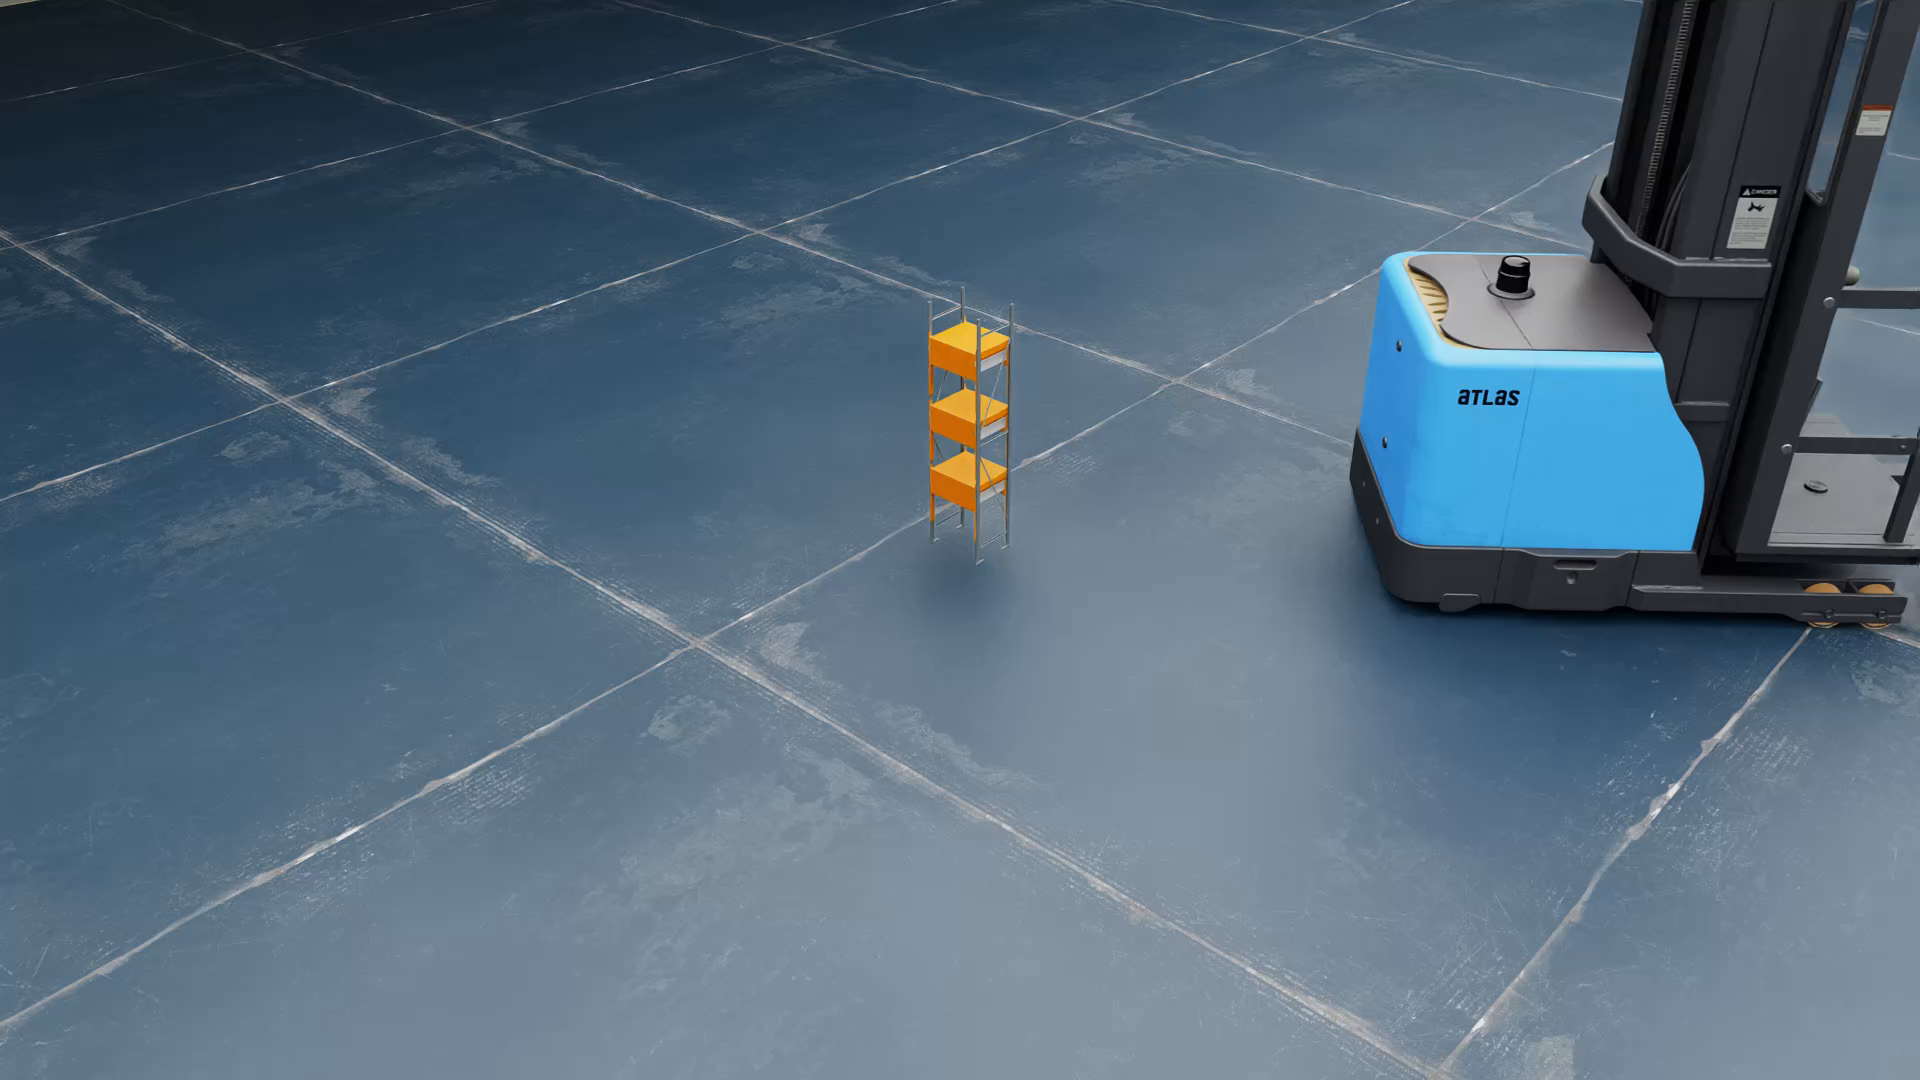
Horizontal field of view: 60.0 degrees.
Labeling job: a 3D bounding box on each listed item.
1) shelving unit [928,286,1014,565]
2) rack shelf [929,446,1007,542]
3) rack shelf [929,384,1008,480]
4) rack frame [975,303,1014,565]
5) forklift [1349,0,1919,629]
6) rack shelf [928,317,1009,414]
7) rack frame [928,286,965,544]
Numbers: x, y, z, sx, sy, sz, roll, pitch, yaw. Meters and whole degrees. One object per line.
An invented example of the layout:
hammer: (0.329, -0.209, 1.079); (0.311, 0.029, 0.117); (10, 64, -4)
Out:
shelving unit: (0.040, -0.431, 6.448); (0.252, 1.050, 0.215); (25, 39, 35)
rack shelf: (0.040, -0.184, 6.597); (0.240, 0.259, 0.215); (25, 39, 35)
rack shelf: (0.040, -0.422, 6.454); (0.240, 0.259, 0.215); (25, 39, 35)
rack frame: (0.130, -0.389, 6.378); (0.008, 1.050, 0.200); (25, 39, 35)
forklift: (3.146, -1.204, 5.908); (3.031, 2.935, 1.130); (1, 31, 2)
rack shelf: (0.040, -0.665, 6.308); (0.240, 0.259, 0.215); (25, 39, 35)
rack frame: (-0.051, -0.473, 6.519); (0.008, 1.050, 0.200); (25, 39, 35)
